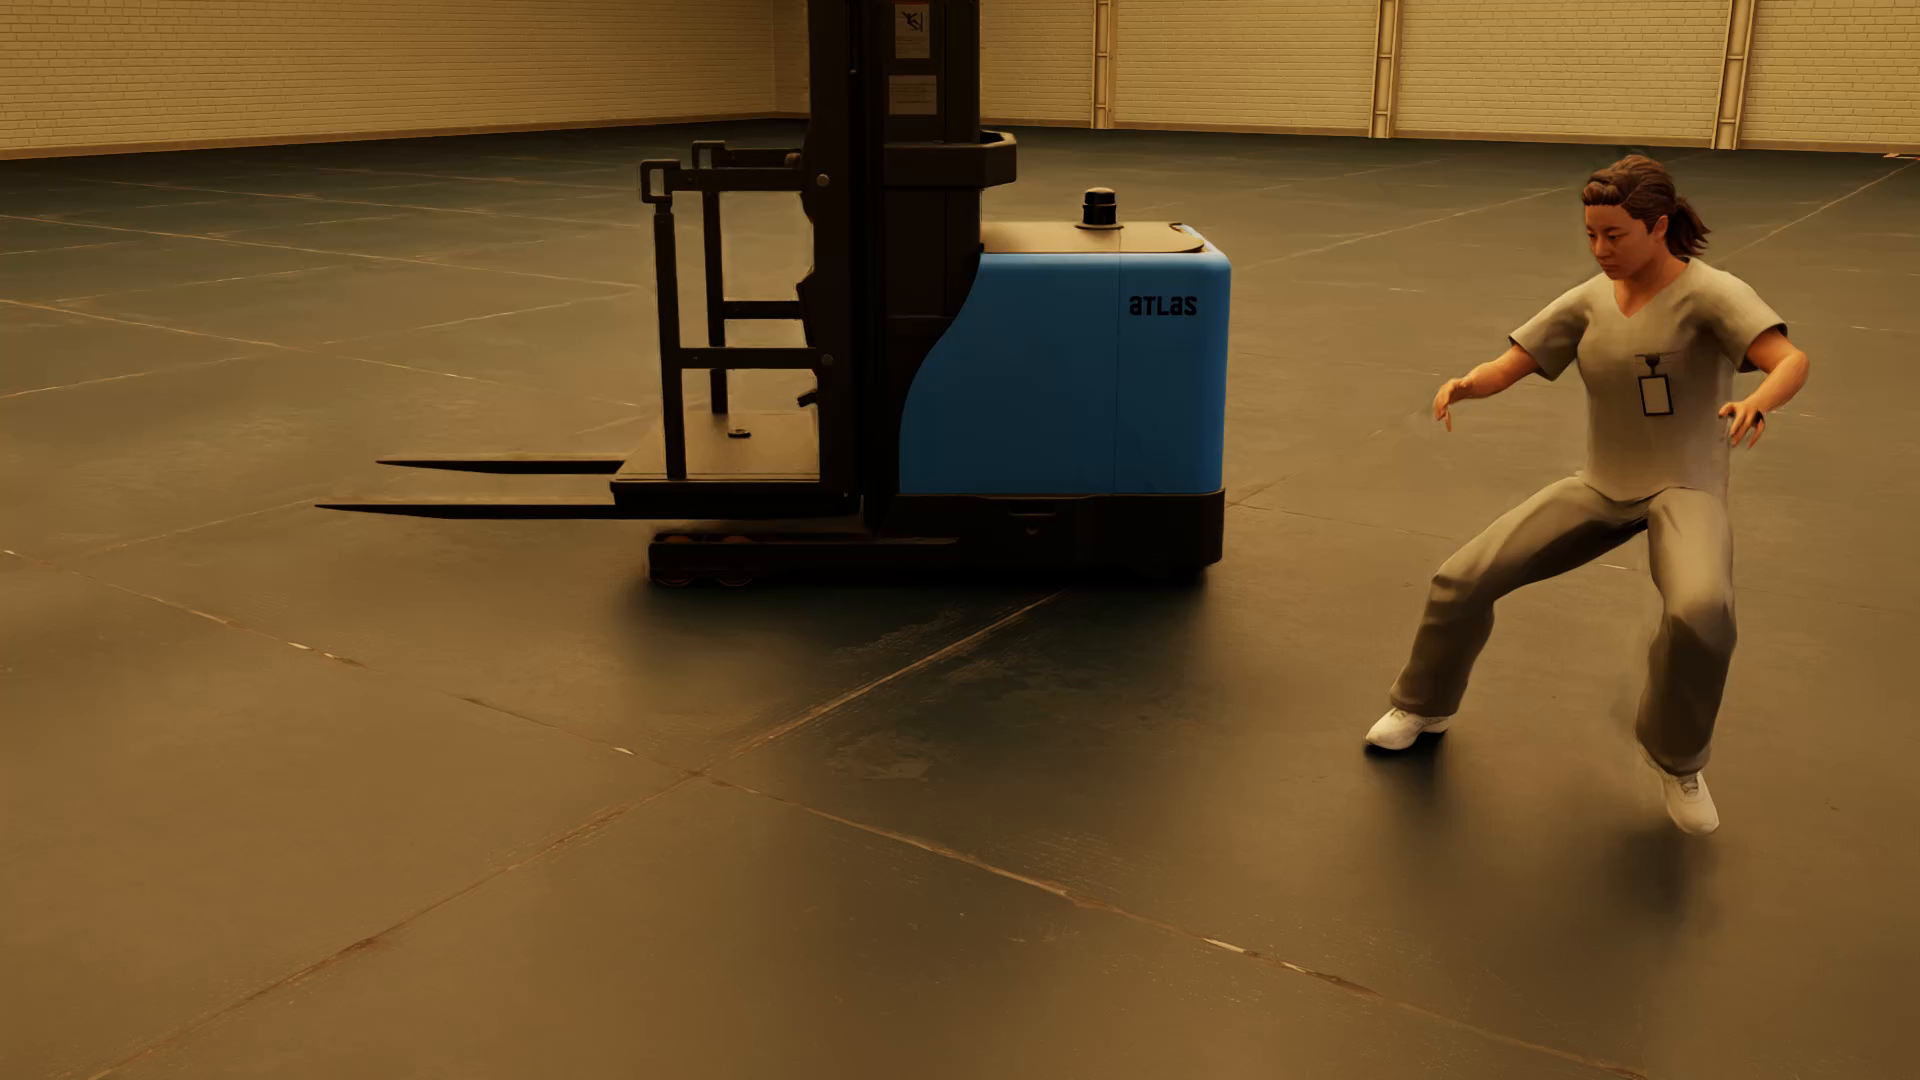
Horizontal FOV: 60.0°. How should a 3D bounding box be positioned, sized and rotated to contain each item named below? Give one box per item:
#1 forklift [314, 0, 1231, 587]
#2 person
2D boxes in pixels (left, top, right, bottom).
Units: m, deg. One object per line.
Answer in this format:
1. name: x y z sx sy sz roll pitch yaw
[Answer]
1. forklift: -0.647 -1.402 5.520 3.031 2.935 1.130 0 17 0
2. person: 1.432 -0.118 3.783 0.694 1.466 0.913 -12 20 -34
